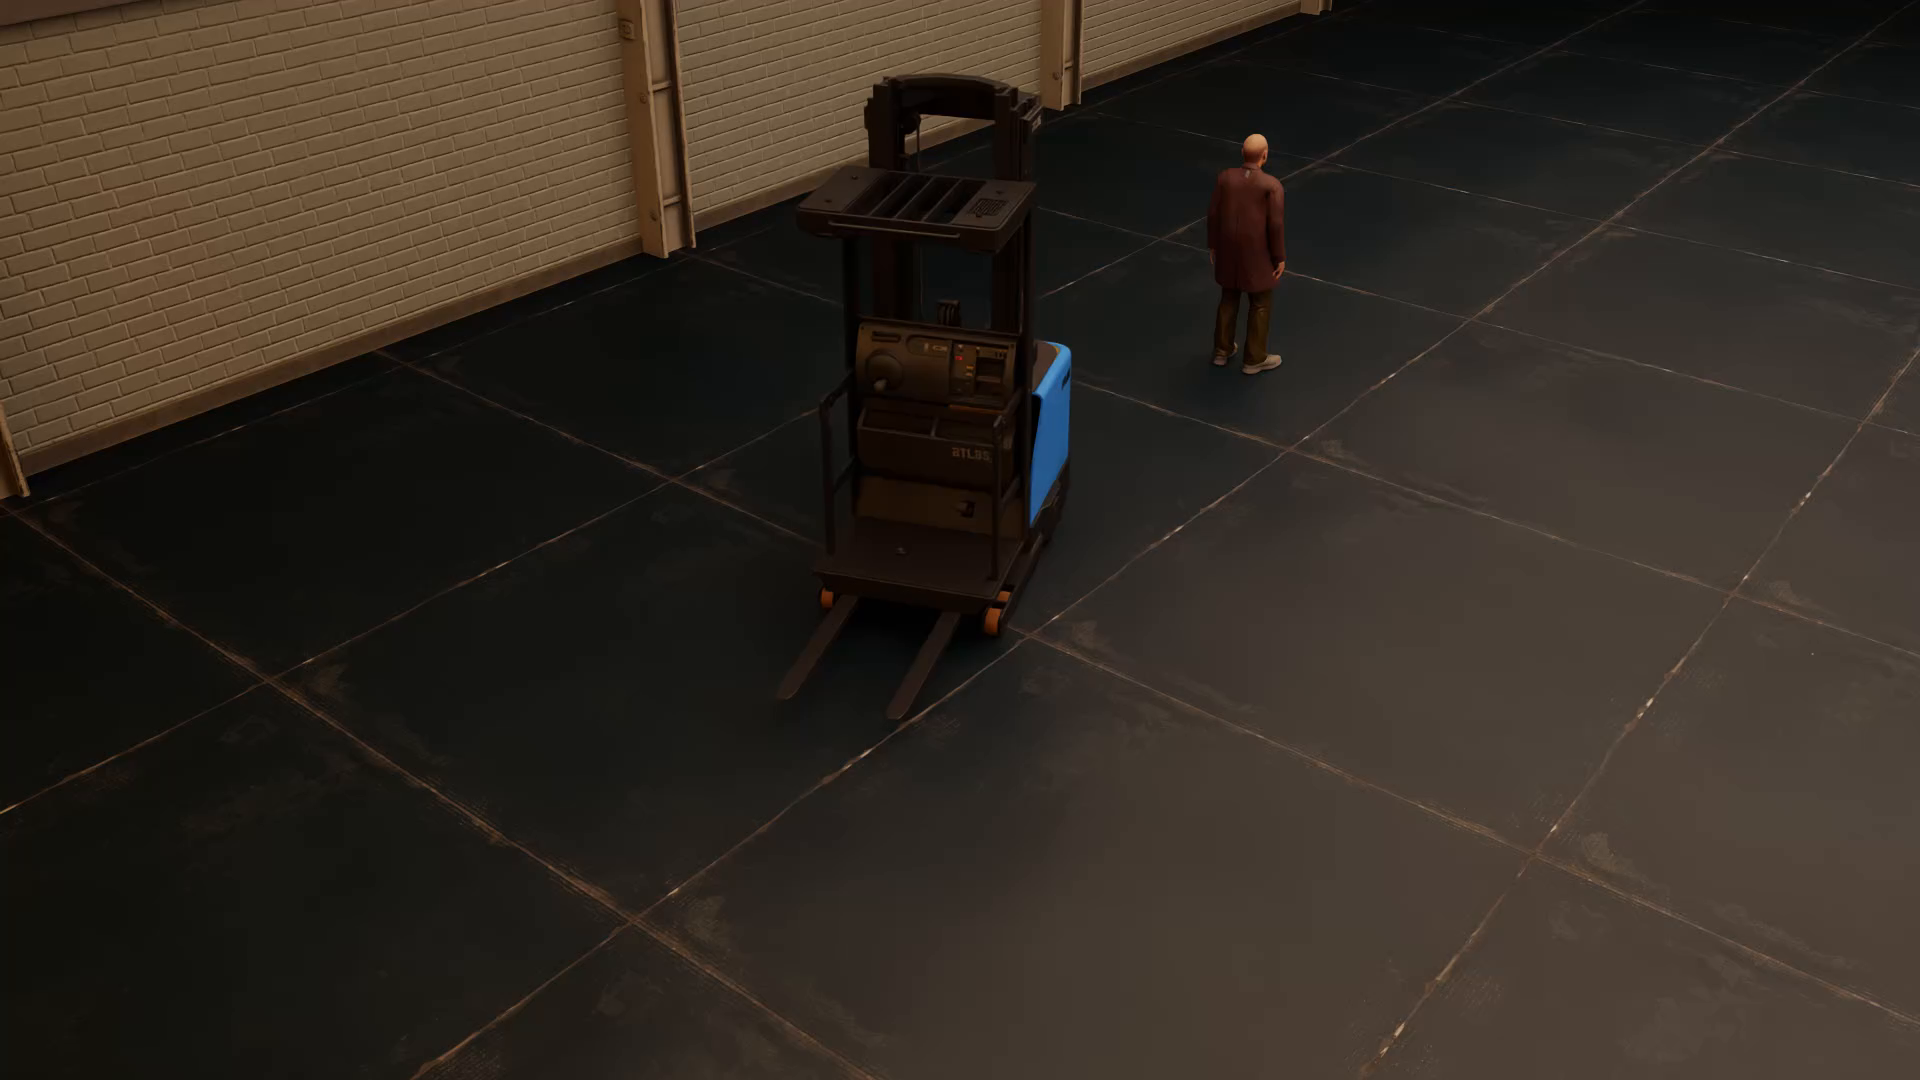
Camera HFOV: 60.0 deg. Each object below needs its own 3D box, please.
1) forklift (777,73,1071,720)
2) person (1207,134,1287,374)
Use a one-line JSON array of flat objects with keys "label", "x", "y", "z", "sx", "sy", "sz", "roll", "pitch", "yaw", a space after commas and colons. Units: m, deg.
[{"label": "forklift", "x": -0.198, "y": -0.935, "z": 9.196, "sx": 1.130, "sy": 2.935, "sz": 3.031, "roll": 9, "pitch": 31, "yaw": 14}, {"label": "person", "x": 2.135, "y": -2.135, "z": 12.397, "sx": 0.644, "sy": 1.772, "sz": 0.436, "roll": 21, "pitch": 36, "yaw": 31}]
